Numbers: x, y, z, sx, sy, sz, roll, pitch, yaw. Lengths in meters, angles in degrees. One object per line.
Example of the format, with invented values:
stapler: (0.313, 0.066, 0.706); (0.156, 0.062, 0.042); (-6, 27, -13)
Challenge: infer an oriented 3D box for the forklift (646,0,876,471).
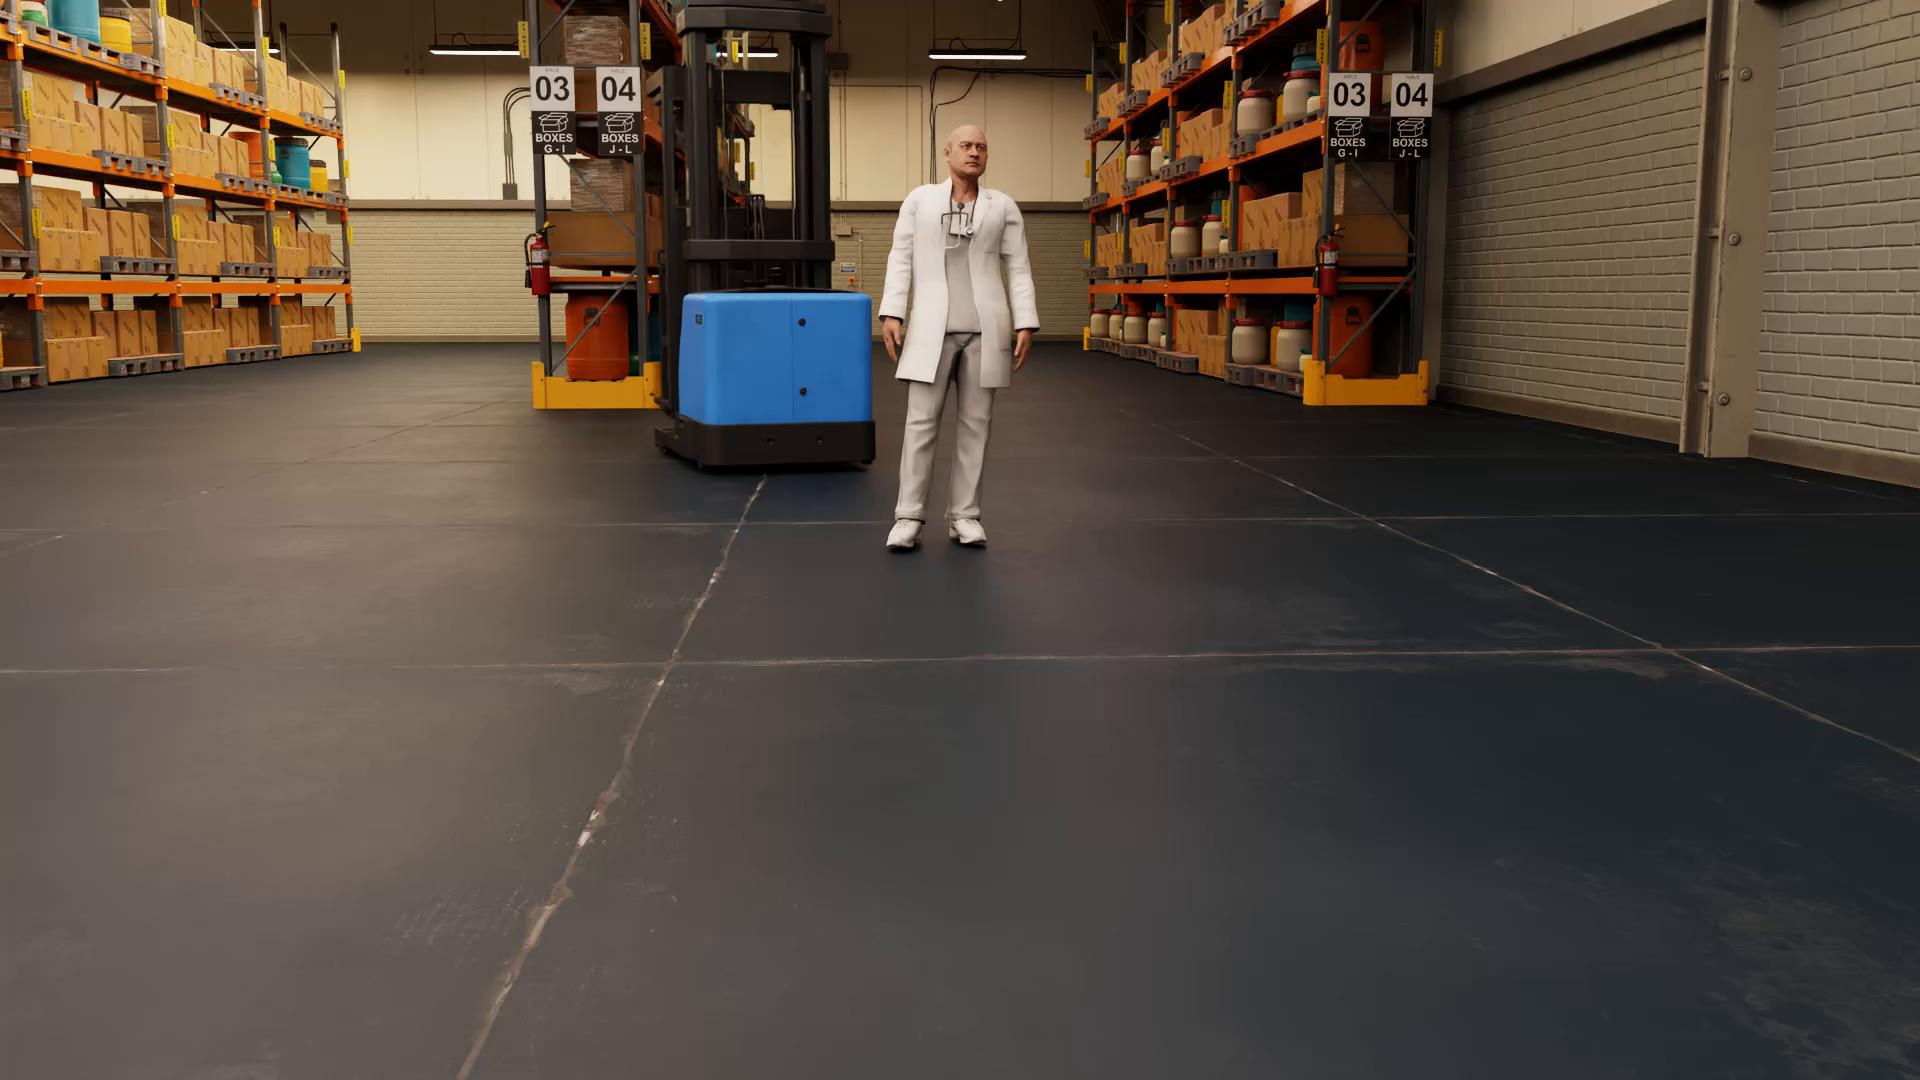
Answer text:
forklift: (-1.463, -2.045, 11.104); (1.130, 2.935, 3.031); (-3, 9, -18)

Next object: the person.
person: (0.002, -0.874, 7.088); (0.698, 1.778, 0.578); (-1, 8, -4)
